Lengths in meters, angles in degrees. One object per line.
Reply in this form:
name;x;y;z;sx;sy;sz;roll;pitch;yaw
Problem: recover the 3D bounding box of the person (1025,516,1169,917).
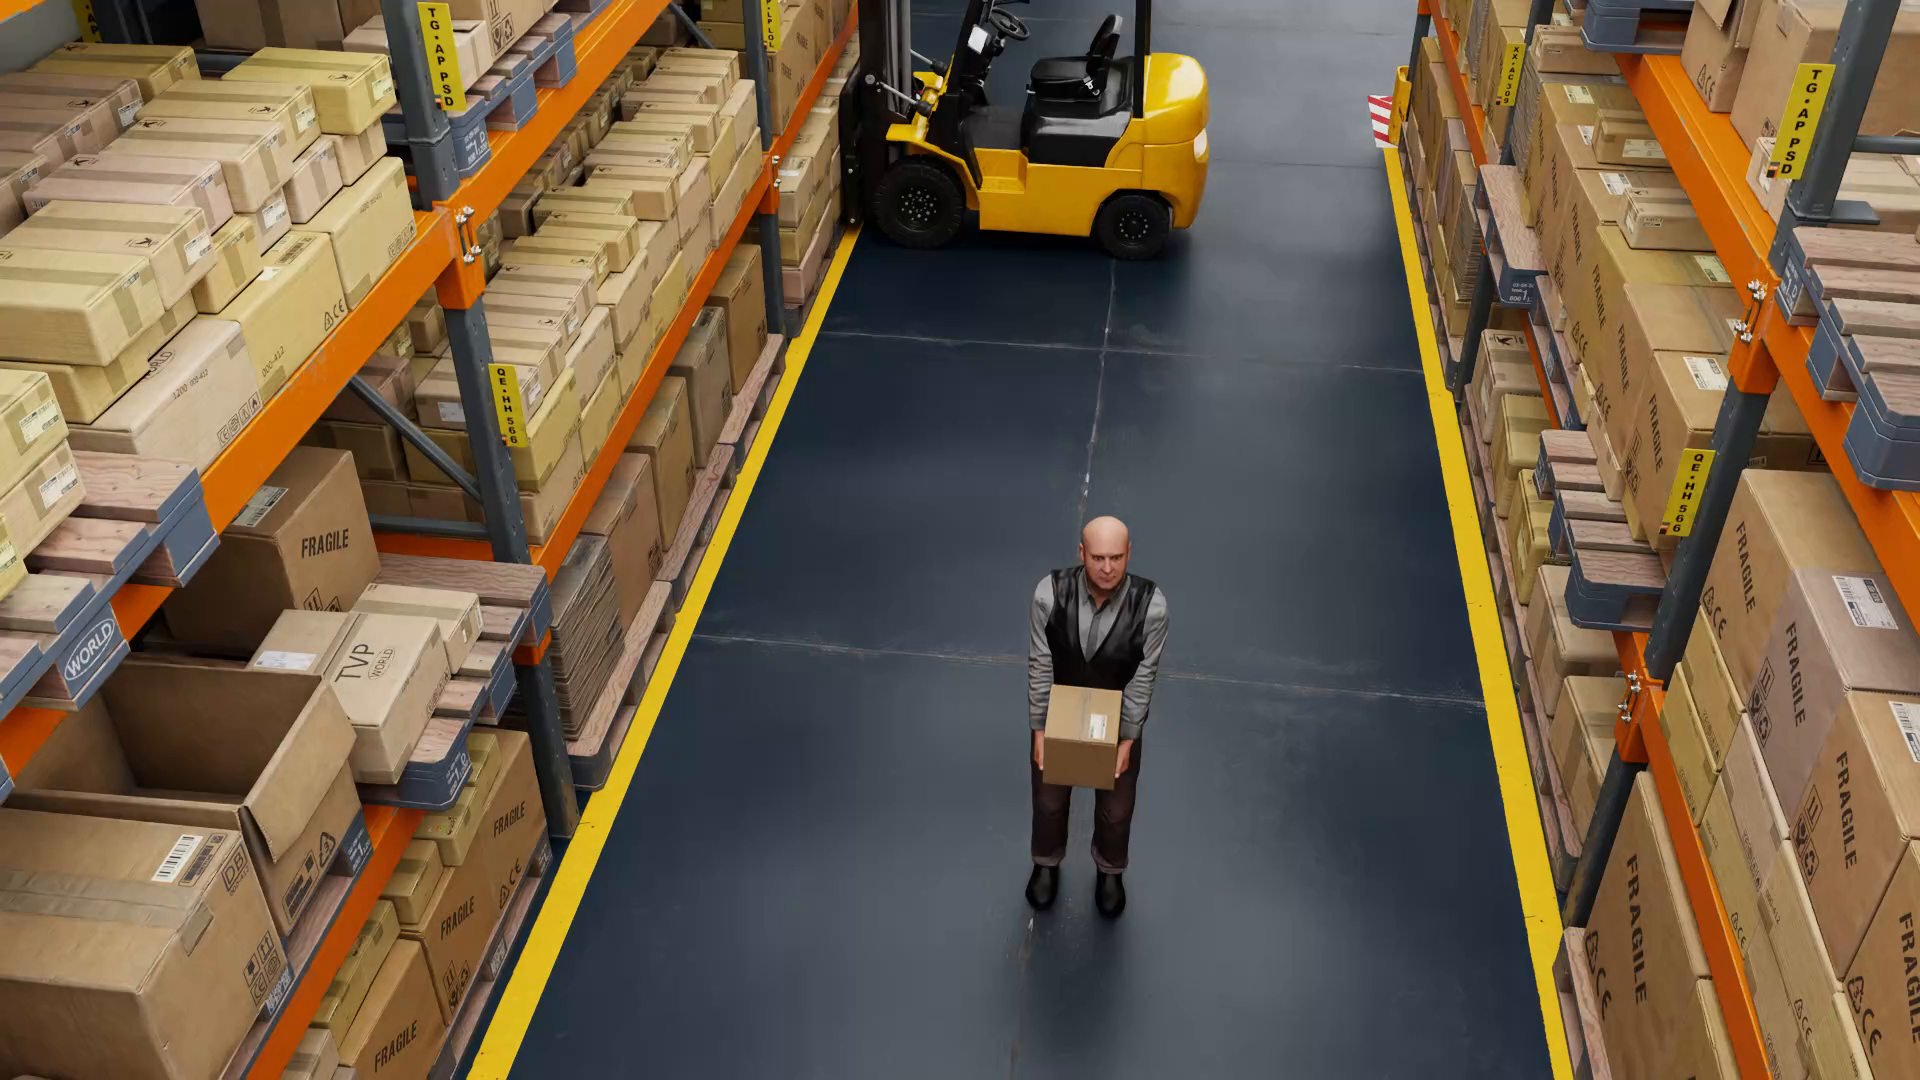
person;0.476;0.720;6.075;0.494;1.711;0.559;5;36;7
